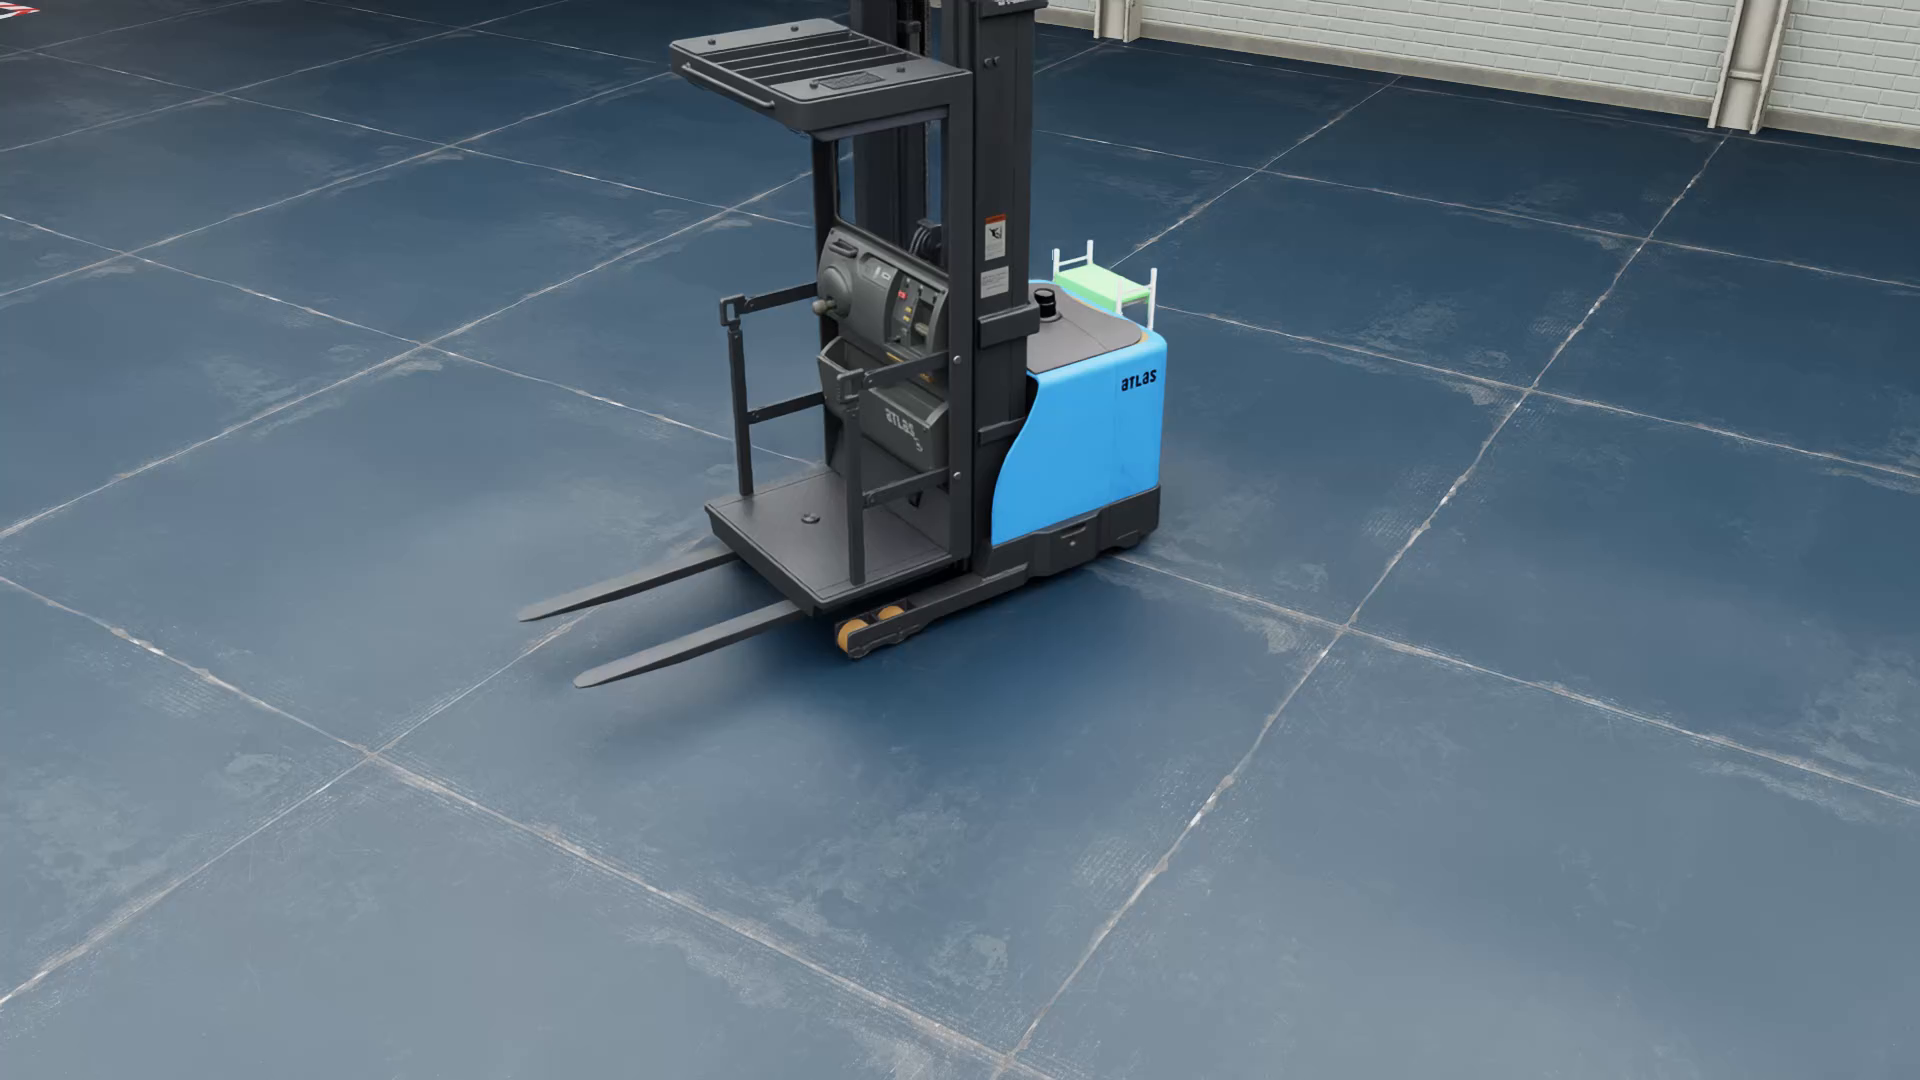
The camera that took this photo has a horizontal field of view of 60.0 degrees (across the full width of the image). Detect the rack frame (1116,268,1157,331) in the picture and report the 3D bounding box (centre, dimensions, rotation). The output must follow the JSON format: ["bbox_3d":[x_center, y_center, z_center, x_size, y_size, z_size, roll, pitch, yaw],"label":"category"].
[{"bbox_3d":[0.859,-0.776,8.388,0.240,1.200,0.015,-20,36,-31],"label":"rack frame"}]

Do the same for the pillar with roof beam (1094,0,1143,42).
[{"bbox_3d":[-0.667,-7.235,11.722,0.400,9.000,9.100,18,35,27],"label":"pillar with roof beam"}]

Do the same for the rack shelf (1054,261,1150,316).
[{"bbox_3d":[0.718,-1.236,8.350,0.258,0.148,0.480,-20,36,-31],"label":"rack shelf"}]

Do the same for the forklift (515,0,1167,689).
[{"bbox_3d":[-0.514,-1.049,7.139,3.031,2.935,1.130,-20,36,-30],"label":"forklift"}]

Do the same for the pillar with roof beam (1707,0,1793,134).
[{"bbox_3d":[4.415,-5.628,8.967,0.400,9.000,9.100,18,35,27],"label":"pillar with roof beam"}]

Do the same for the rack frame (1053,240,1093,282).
[{"bbox_3d":[0.573,-0.975,8.729,0.240,1.200,0.015,-20,36,-31],"label":"rack frame"}]

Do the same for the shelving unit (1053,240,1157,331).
[{"bbox_3d":[0.716,-0.876,8.558,0.258,1.200,0.503,-20,36,-31],"label":"shelving unit"}]
